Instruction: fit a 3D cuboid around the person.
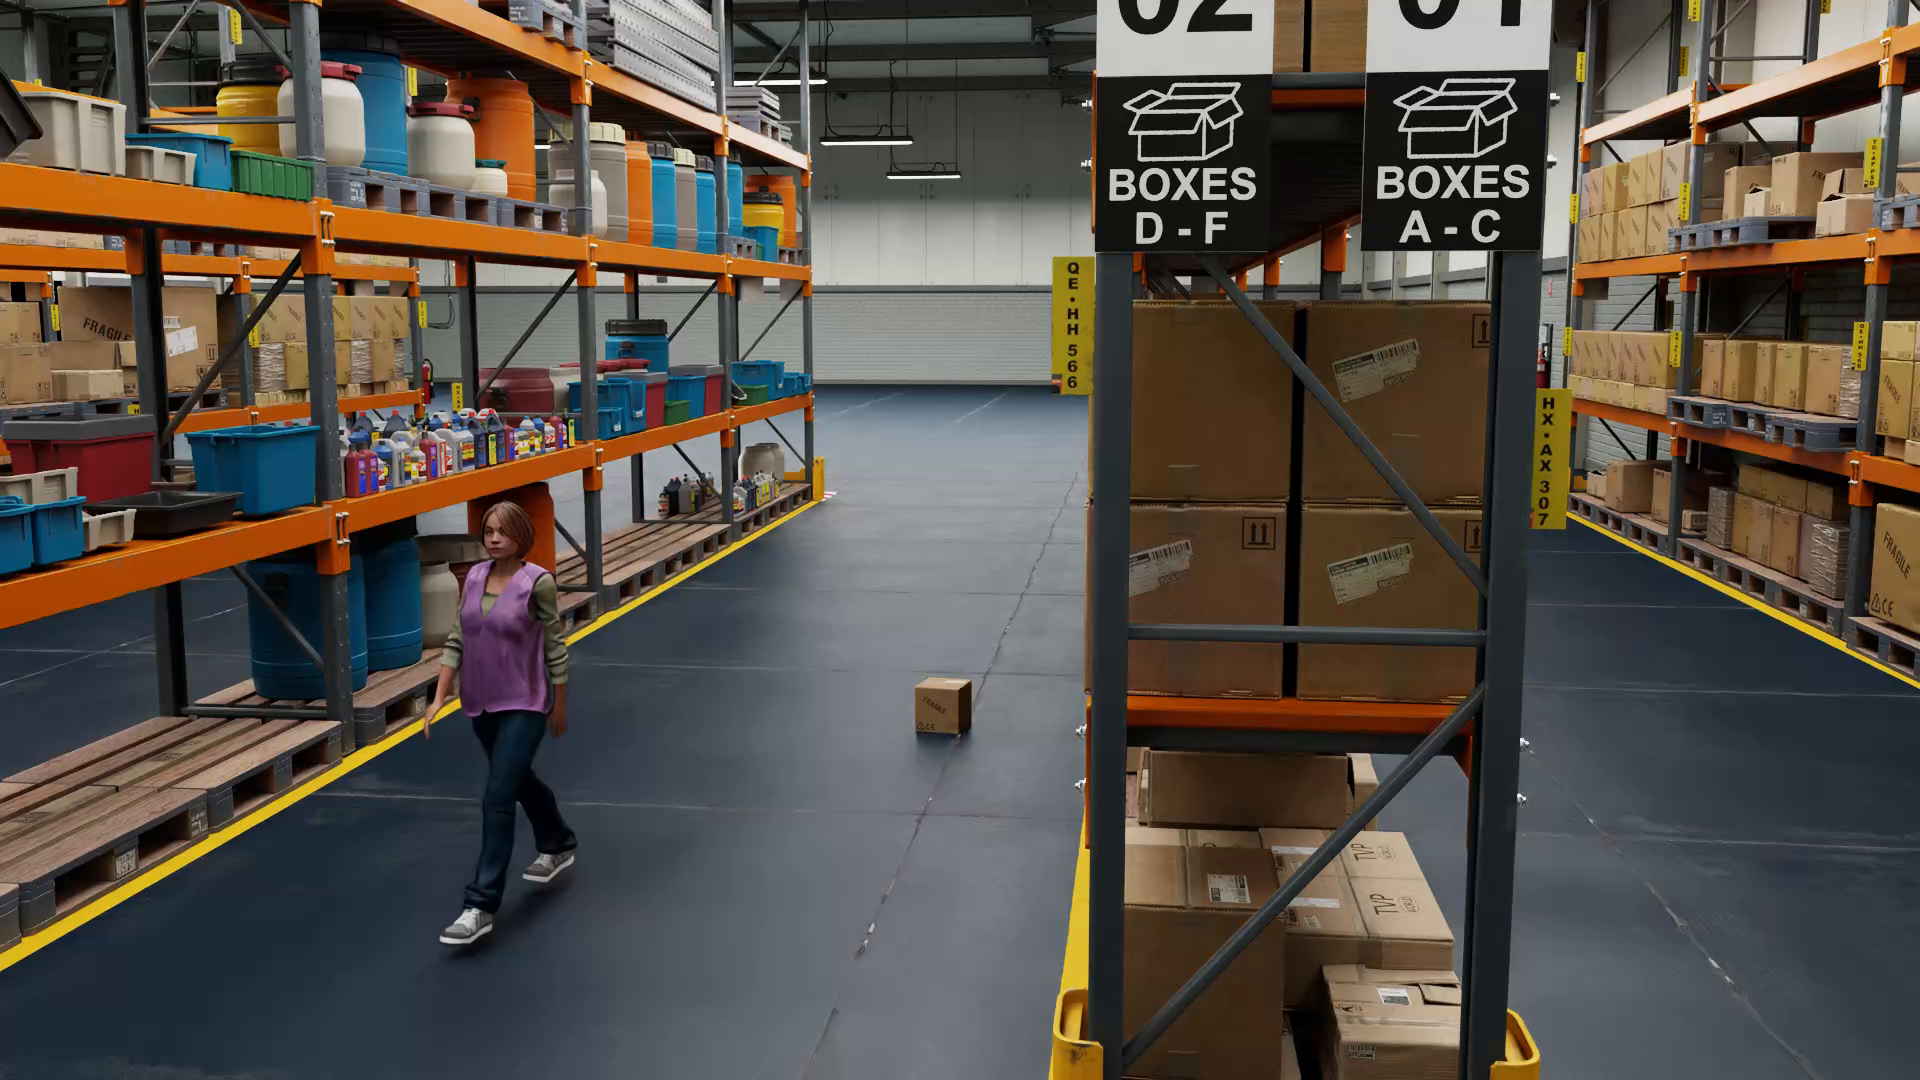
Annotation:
[{"bbox_3d":[-1.732,0.625,6.207,0.410,1.535,0.938,3,9,23],"label":"person"}]
